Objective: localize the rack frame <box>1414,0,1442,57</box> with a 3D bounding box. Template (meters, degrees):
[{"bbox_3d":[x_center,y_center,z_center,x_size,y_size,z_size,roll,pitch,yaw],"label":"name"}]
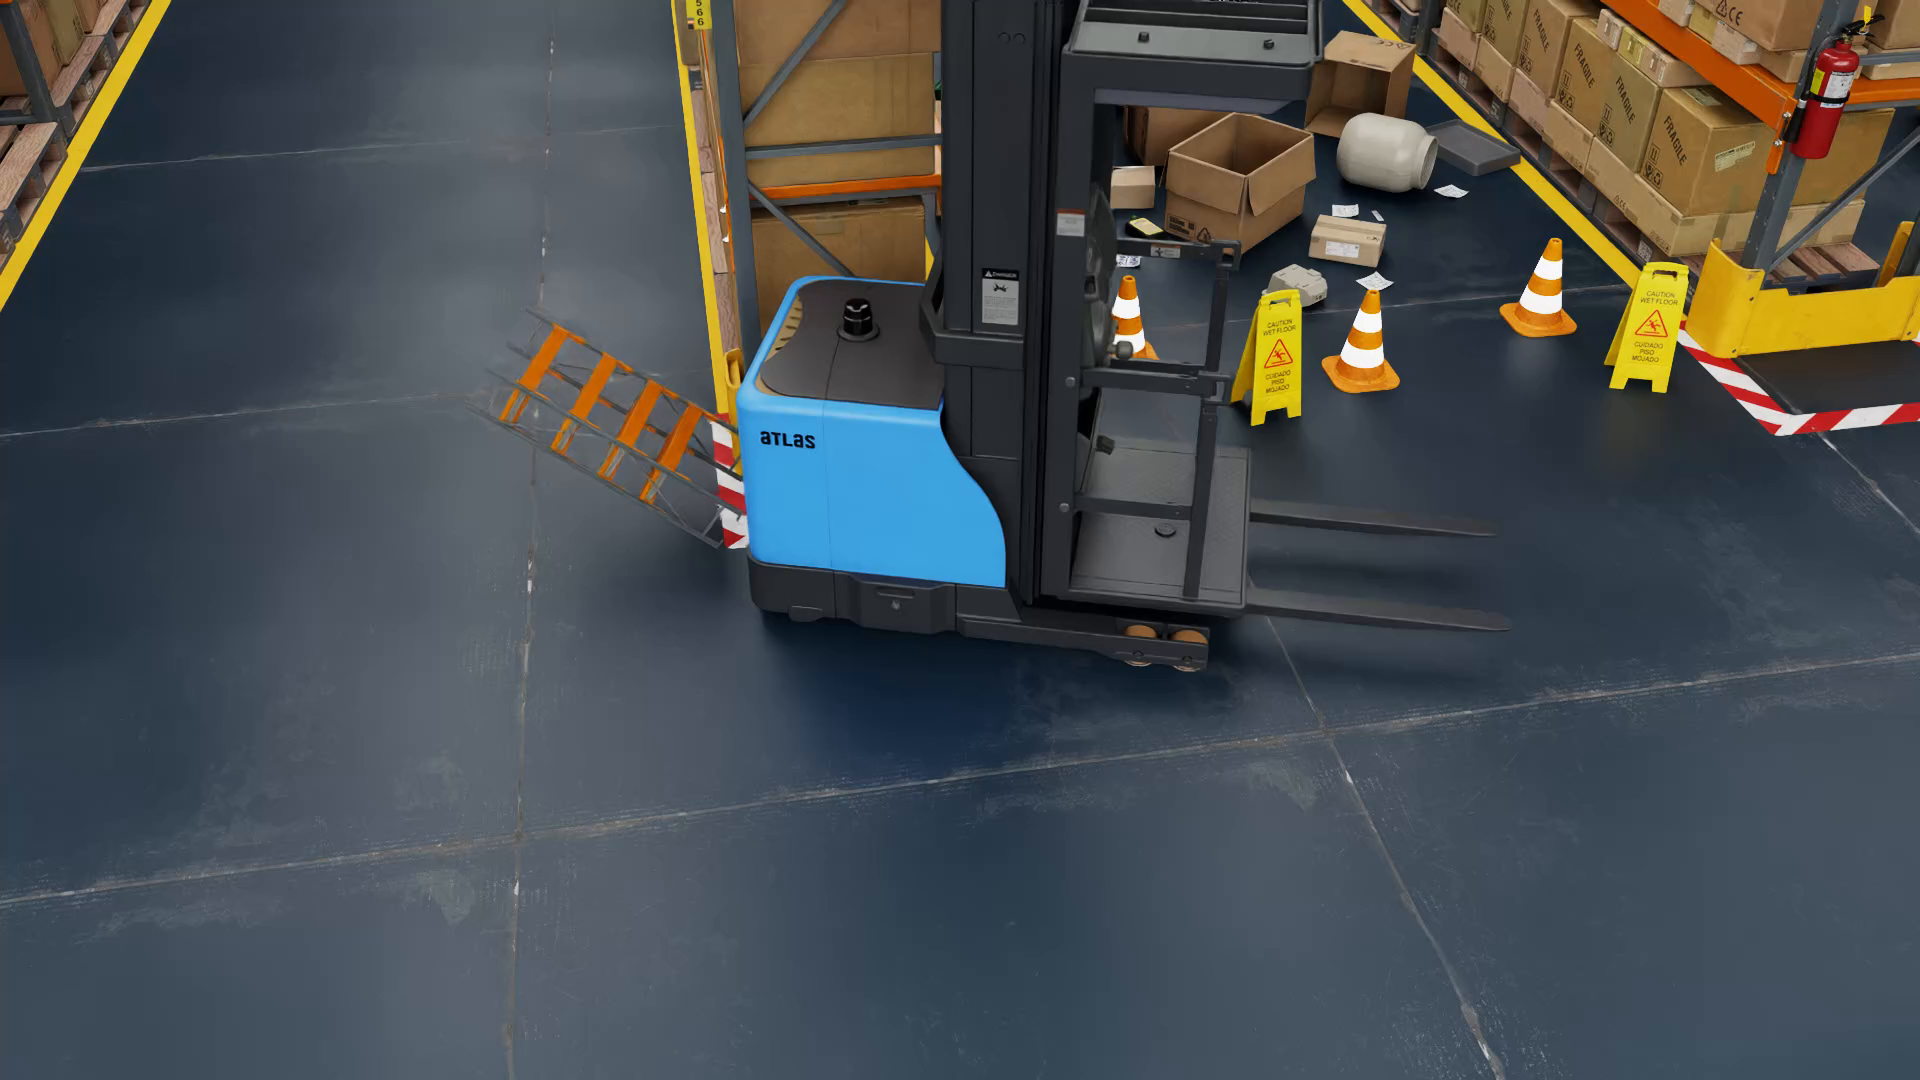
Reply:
[{"bbox_3d":[3.679,-4.637,10.773,1.000,3.000,0.127,-6,38,-8],"label":"rack frame"}]

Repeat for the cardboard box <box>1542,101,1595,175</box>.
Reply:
[{"bbox_3d":[3.794,-2.389,9.779,0.500,0.250,0.500,-8,38,-10],"label":"cardboard box"}]

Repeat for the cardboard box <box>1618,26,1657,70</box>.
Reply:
[{"bbox_3d":[3.812,-2.675,9.008,0.380,0.149,0.250,-6,38,-7],"label":"cardboard box"}]

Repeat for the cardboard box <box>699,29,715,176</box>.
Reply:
[{"bbox_3d":[-0.973,-2.438,9.333,0.875,0.875,0.875,-6,38,-8],"label":"cardboard box"}]

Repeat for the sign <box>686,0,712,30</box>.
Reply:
[{"bbox_3d":[-1.012,-2.128,6.407,0.100,0.325,0.005,-6,38,-8],"label":"sign"}]

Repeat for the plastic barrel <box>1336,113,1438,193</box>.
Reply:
[{"bbox_3d":[2.528,-2.288,9.850,0.512,0.421,0.421,19,42,23],"label":"plastic barrel"}]

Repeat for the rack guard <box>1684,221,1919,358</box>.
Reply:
[{"bbox_3d":[4.367,-1.279,8.489,1.175,0.500,0.348,-6,38,-8],"label":"rack guard"}]

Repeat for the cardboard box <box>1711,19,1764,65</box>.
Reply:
[{"bbox_3d":[3.951,-2.465,8.183,0.380,0.149,0.250,-7,38,-8],"label":"cardboard box"}]

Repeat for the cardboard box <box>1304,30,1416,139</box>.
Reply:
[{"bbox_3d":[2.528,-2.857,10.518,0.500,0.500,0.500,19,42,23],"label":"cardboard box"}]

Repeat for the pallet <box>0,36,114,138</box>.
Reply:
[{"bbox_3d":[-6.215,-2.940,10.862,1.003,0.211,1.213,-6,38,-8],"label":"pallet"}]

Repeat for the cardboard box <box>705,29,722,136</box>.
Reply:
[{"bbox_3d":[-0.703,-2.235,7.560,0.875,0.550,0.550,-6,38,-8],"label":"cardboard box"}]

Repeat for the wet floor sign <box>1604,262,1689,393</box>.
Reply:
[{"bbox_3d":[3.360,-1.061,8.090,0.267,0.644,0.232,6,38,8],"label":"wet floor sign"}]

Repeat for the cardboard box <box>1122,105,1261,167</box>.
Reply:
[{"bbox_3d":[1.408,-2.641,10.129,0.797,0.637,0.503,-6,38,-8],"label":"cardboard box"}]

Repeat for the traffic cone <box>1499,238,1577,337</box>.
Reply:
[{"bbox_3d":[3.035,-1.340,8.597,0.336,0.463,0.334,-6,38,-8],"label":"traffic cone"}]

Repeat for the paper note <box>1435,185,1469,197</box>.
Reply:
[{"bbox_3d":[2.928,-2.080,9.902,0.142,0.019,0.148,-20,42,-23],"label":"paper note"}]

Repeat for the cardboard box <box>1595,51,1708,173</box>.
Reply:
[{"bbox_3d":[3.889,-2.367,9.140,0.500,0.500,0.500,-5,38,-6],"label":"cardboard box"}]

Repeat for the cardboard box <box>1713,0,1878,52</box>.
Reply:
[{"bbox_3d":[4.014,-2.676,7.925,0.500,0.500,0.500,-7,38,-9],"label":"cardboard box"}]

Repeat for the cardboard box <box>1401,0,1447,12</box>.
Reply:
[{"bbox_3d":[3.585,-4.081,11.858,0.950,0.372,0.625,-6,38,-7],"label":"cardboard box"}]

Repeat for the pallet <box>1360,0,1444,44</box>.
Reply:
[{"bbox_3d":[3.541,-4.005,12.234,1.003,0.211,1.213,-6,38,-8],"label":"pallet"}]

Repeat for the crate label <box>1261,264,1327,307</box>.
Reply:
[{"bbox_3d":[1.803,-1.355,8.882,0.250,0.136,0.298,-27,45,-31],"label":"crate label"}]

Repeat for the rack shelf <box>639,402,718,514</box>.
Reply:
[{"bbox_3d":[-1.228,-0.352,7.213,0.148,0.258,0.480,30,36,-14],"label":"rack shelf"}]

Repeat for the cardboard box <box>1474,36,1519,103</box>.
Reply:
[{"bbox_3d":[3.622,-3.010,10.578,0.500,0.250,0.500,-4,38,-5],"label":"cardboard box"}]

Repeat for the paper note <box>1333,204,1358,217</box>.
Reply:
[{"bbox_3d":[2.254,-1.930,9.718,0.148,0.019,0.142,6,38,8],"label":"paper note"}]

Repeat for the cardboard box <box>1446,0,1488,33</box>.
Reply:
[{"bbox_3d":[3.517,-3.627,10.762,0.500,0.500,0.500,-5,38,-6],"label":"cardboard box"}]

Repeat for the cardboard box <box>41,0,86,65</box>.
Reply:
[{"bbox_3d":[-6.229,-3.421,10.887,0.700,0.500,0.500,-6,38,-8],"label":"cardboard box"}]

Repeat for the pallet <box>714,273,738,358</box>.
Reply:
[{"bbox_3d":[-0.692,-1.000,8.366,1.003,0.211,1.213,-6,38,-8],"label":"pallet"}]

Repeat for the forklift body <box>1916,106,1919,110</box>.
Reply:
[{"bbox_3d":[7.138,-3.371,9.836,2.313,2.155,1.214,-6,38,-8],"label":"forklift body"}]

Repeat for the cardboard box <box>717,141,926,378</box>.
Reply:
[{"bbox_3d":[-0.659,-1.356,7.941,0.875,0.875,0.875,-6,38,-8],"label":"cardboard box"}]

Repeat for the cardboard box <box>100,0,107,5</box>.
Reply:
[{"bbox_3d":[-6.425,-4.095,11.756,0.700,0.500,0.500,-3,38,-4],"label":"cardboard box"}]

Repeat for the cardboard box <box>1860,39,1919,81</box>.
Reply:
[{"bbox_3d":[4.525,-2.349,8.033,0.380,0.149,0.250,-6,38,-8],"label":"cardboard box"}]

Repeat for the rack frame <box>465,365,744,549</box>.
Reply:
[{"bbox_3d":[-1.482,-0.336,6.957,1.200,0.240,0.015,30,36,-14],"label":"rack frame"}]

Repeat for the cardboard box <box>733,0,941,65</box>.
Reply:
[{"bbox_3d":[-0.502,-2.341,6.816,0.875,0.550,0.550,-6,38,-8],"label":"cardboard box"}]

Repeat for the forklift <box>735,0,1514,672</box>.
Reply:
[{"bbox_3d":[0.705,-0.989,6.134,3.031,2.935,1.130,6,38,7],"label":"forklift"}]

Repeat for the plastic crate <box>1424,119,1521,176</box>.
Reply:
[{"bbox_3d":[3.147,-2.447,10.335,0.402,0.080,0.583,-20,42,-23],"label":"plastic crate"}]

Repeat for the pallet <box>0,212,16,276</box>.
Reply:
[{"bbox_3d":[-5.707,-1.329,8.789,1.003,0.211,1.213,-6,38,-8],"label":"pallet"}]

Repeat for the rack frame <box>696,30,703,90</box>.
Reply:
[{"bbox_3d":[-1.176,-4.043,10.009,1.000,3.000,0.127,-6,38,-8],"label":"rack frame"}]

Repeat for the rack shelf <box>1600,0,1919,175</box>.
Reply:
[{"bbox_3d":[4.030,-3.144,9.439,1.077,0.370,4.000,-6,38,-8],"label":"rack shelf"}]

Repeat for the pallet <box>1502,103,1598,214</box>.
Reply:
[{"bbox_3d":[4.049,-2.395,10.161,1.003,0.211,1.213,-6,38,-8],"label":"pallet"}]

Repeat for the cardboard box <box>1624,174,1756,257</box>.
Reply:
[{"bbox_3d":[3.970,-1.774,8.988,0.500,0.250,0.500,-6,38,-8],"label":"cardboard box"}]

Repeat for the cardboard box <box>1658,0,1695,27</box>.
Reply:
[{"bbox_3d":[3.852,-2.775,8.581,0.380,0.149,0.250,-6,38,-7],"label":"cardboard box"}]

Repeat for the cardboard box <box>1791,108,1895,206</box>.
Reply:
[{"bbox_3d":[4.507,-2.128,8.832,0.500,0.500,0.500,-7,38,-9],"label":"cardboard box"}]

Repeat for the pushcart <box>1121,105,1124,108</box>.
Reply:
[{"bbox_3d":[1.443,-3.326,11.223,1.648,0.377,0.936,-20,42,-23],"label":"pushcart"}]

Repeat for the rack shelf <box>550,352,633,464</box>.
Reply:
[{"bbox_3d":[-1.581,-0.560,7.112,0.148,0.258,0.480,30,36,-14],"label":"rack shelf"}]

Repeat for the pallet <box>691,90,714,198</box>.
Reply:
[{"bbox_3d":[-1.120,-2.474,10.263,1.003,0.211,1.213,-6,38,-8],"label":"pallet"}]

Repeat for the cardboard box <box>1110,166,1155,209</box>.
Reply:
[{"bbox_3d":[0.938,-2.123,9.767,0.396,0.266,0.258,0,38,0],"label":"cardboard box"}]

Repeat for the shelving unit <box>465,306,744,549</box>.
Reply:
[{"bbox_3d":[-1.450,-0.483,7.150,1.200,0.258,0.503,30,36,-14],"label":"shelving unit"}]

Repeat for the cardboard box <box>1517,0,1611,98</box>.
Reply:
[{"bbox_3d":[3.712,-2.992,9.944,0.500,0.500,0.500,-4,38,-6],"label":"cardboard box"}]
